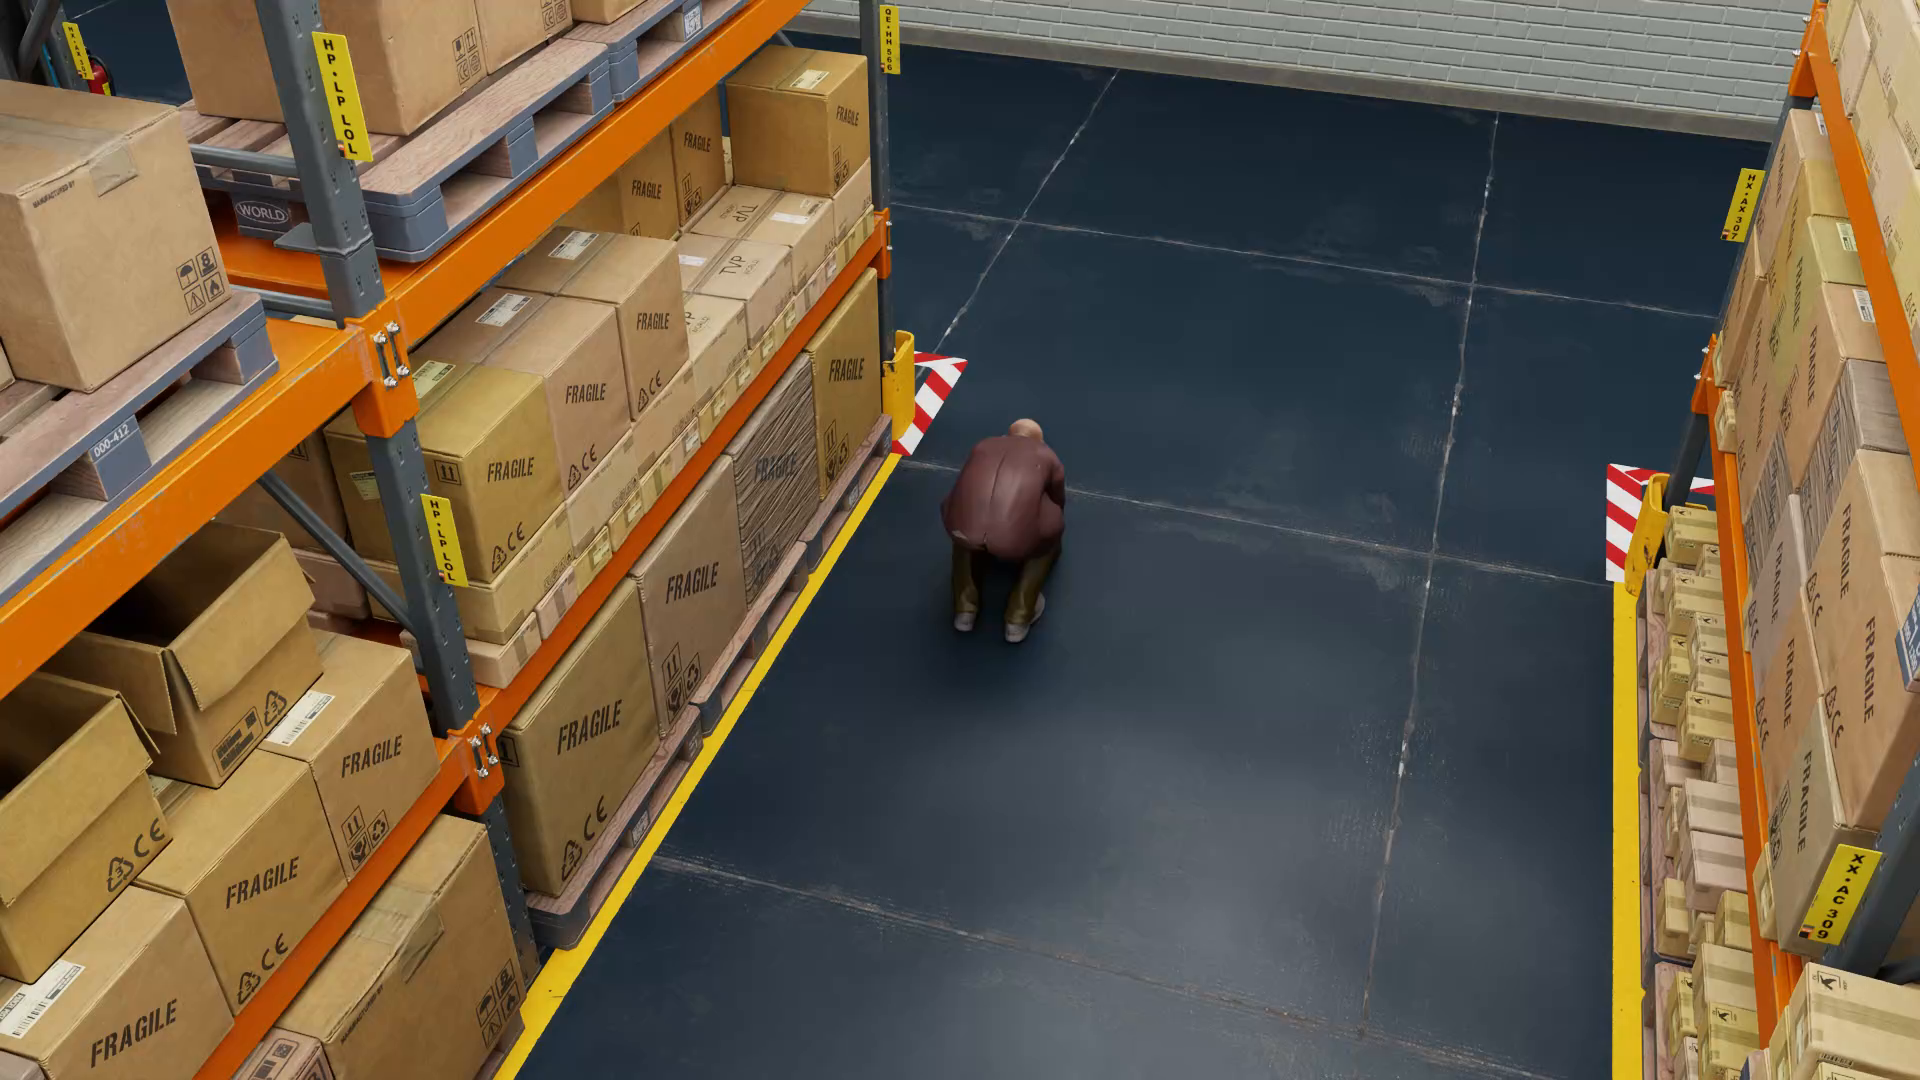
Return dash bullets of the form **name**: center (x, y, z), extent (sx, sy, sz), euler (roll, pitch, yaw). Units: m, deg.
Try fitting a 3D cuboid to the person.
- **person**: center (0.224, -0.087, 7.777), extent (0.594, 0.910, 0.961), euler (9, 38, 12)
